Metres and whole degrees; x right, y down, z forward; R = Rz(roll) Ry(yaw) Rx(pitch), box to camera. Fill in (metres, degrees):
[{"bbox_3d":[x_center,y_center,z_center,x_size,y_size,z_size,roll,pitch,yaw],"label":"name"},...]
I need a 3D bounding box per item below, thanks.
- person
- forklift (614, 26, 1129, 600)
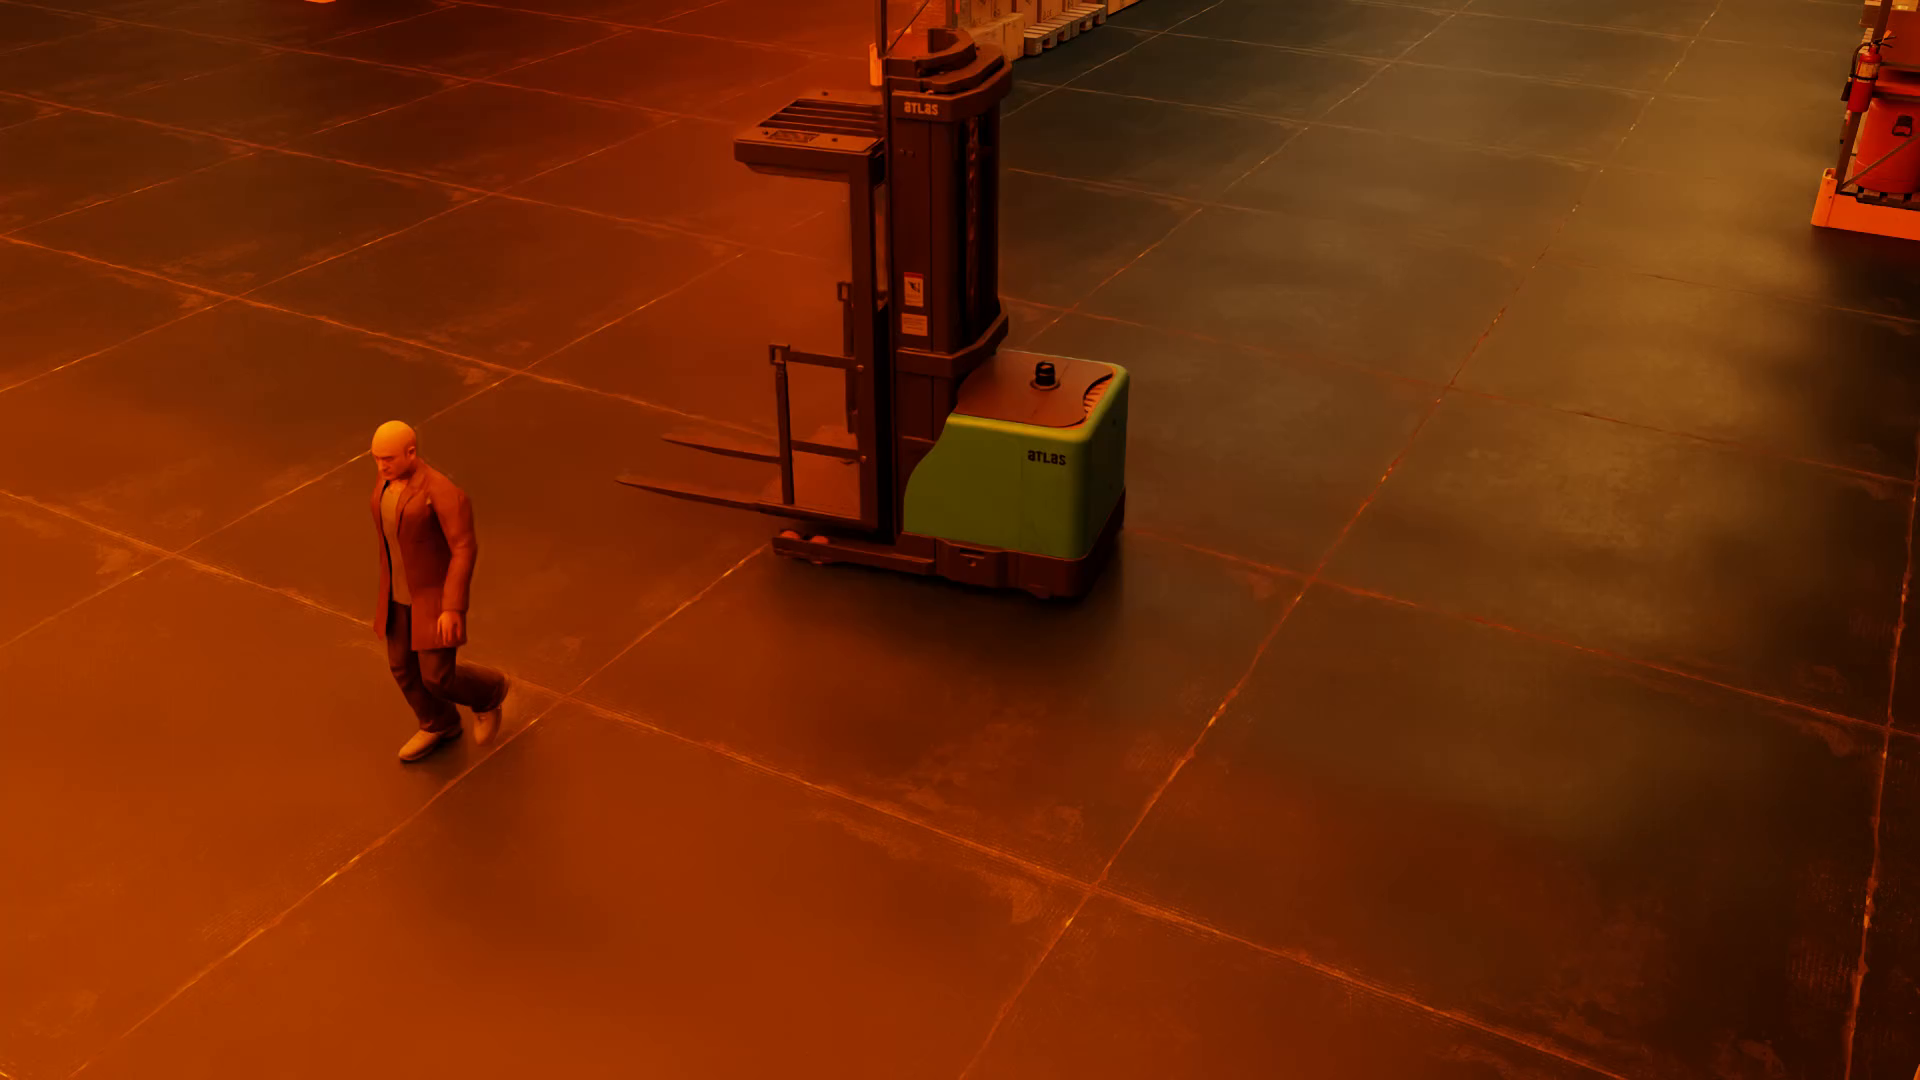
[{"bbox_3d":[-2.504,0.321,7.888,0.802,1.561,0.550,16,34,25],"label":"person"},{"bbox_3d":[-0.584,-1.363,9.432,3.031,2.935,1.130,10,31,16],"label":"forklift"}]
